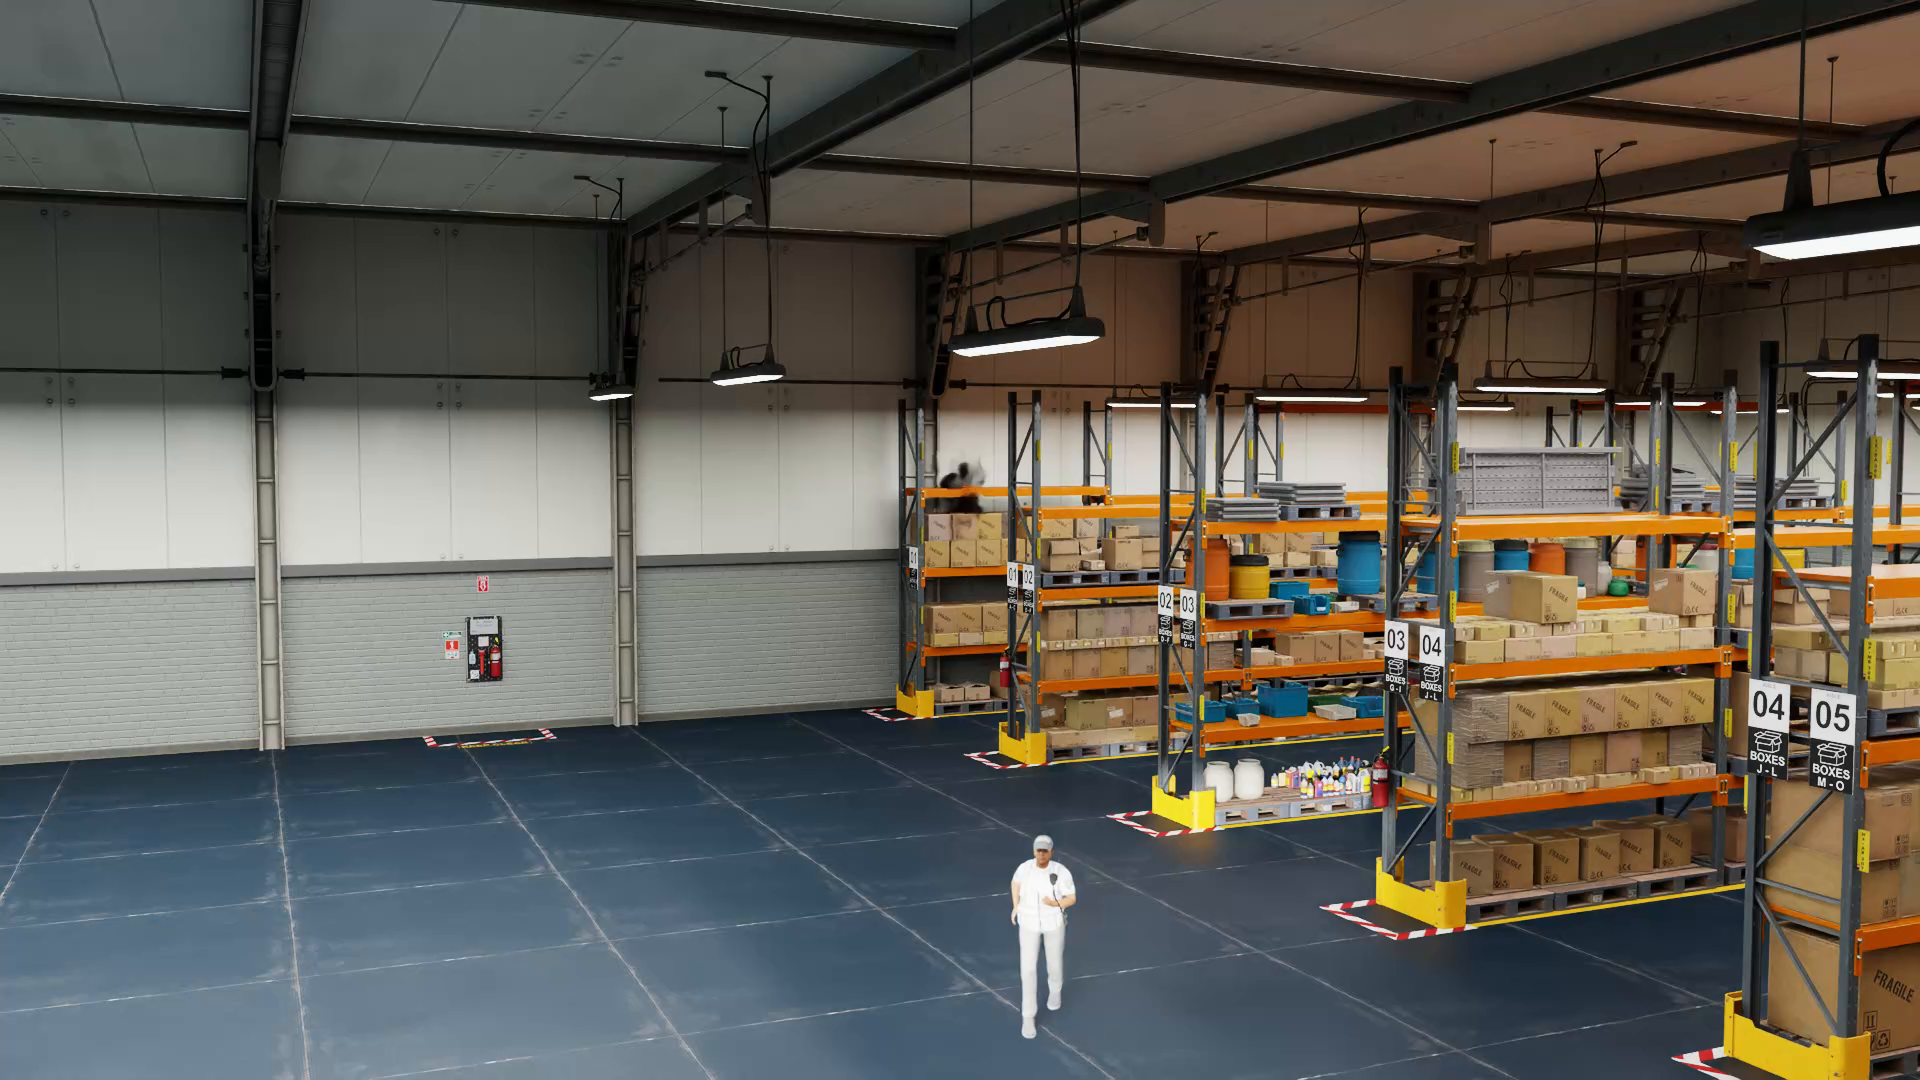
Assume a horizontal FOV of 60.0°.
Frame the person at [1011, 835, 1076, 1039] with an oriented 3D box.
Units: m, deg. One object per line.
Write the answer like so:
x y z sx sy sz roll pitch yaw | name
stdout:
0.734 3.451 14.762 0.595 1.685 0.903 0 3 7 | person
